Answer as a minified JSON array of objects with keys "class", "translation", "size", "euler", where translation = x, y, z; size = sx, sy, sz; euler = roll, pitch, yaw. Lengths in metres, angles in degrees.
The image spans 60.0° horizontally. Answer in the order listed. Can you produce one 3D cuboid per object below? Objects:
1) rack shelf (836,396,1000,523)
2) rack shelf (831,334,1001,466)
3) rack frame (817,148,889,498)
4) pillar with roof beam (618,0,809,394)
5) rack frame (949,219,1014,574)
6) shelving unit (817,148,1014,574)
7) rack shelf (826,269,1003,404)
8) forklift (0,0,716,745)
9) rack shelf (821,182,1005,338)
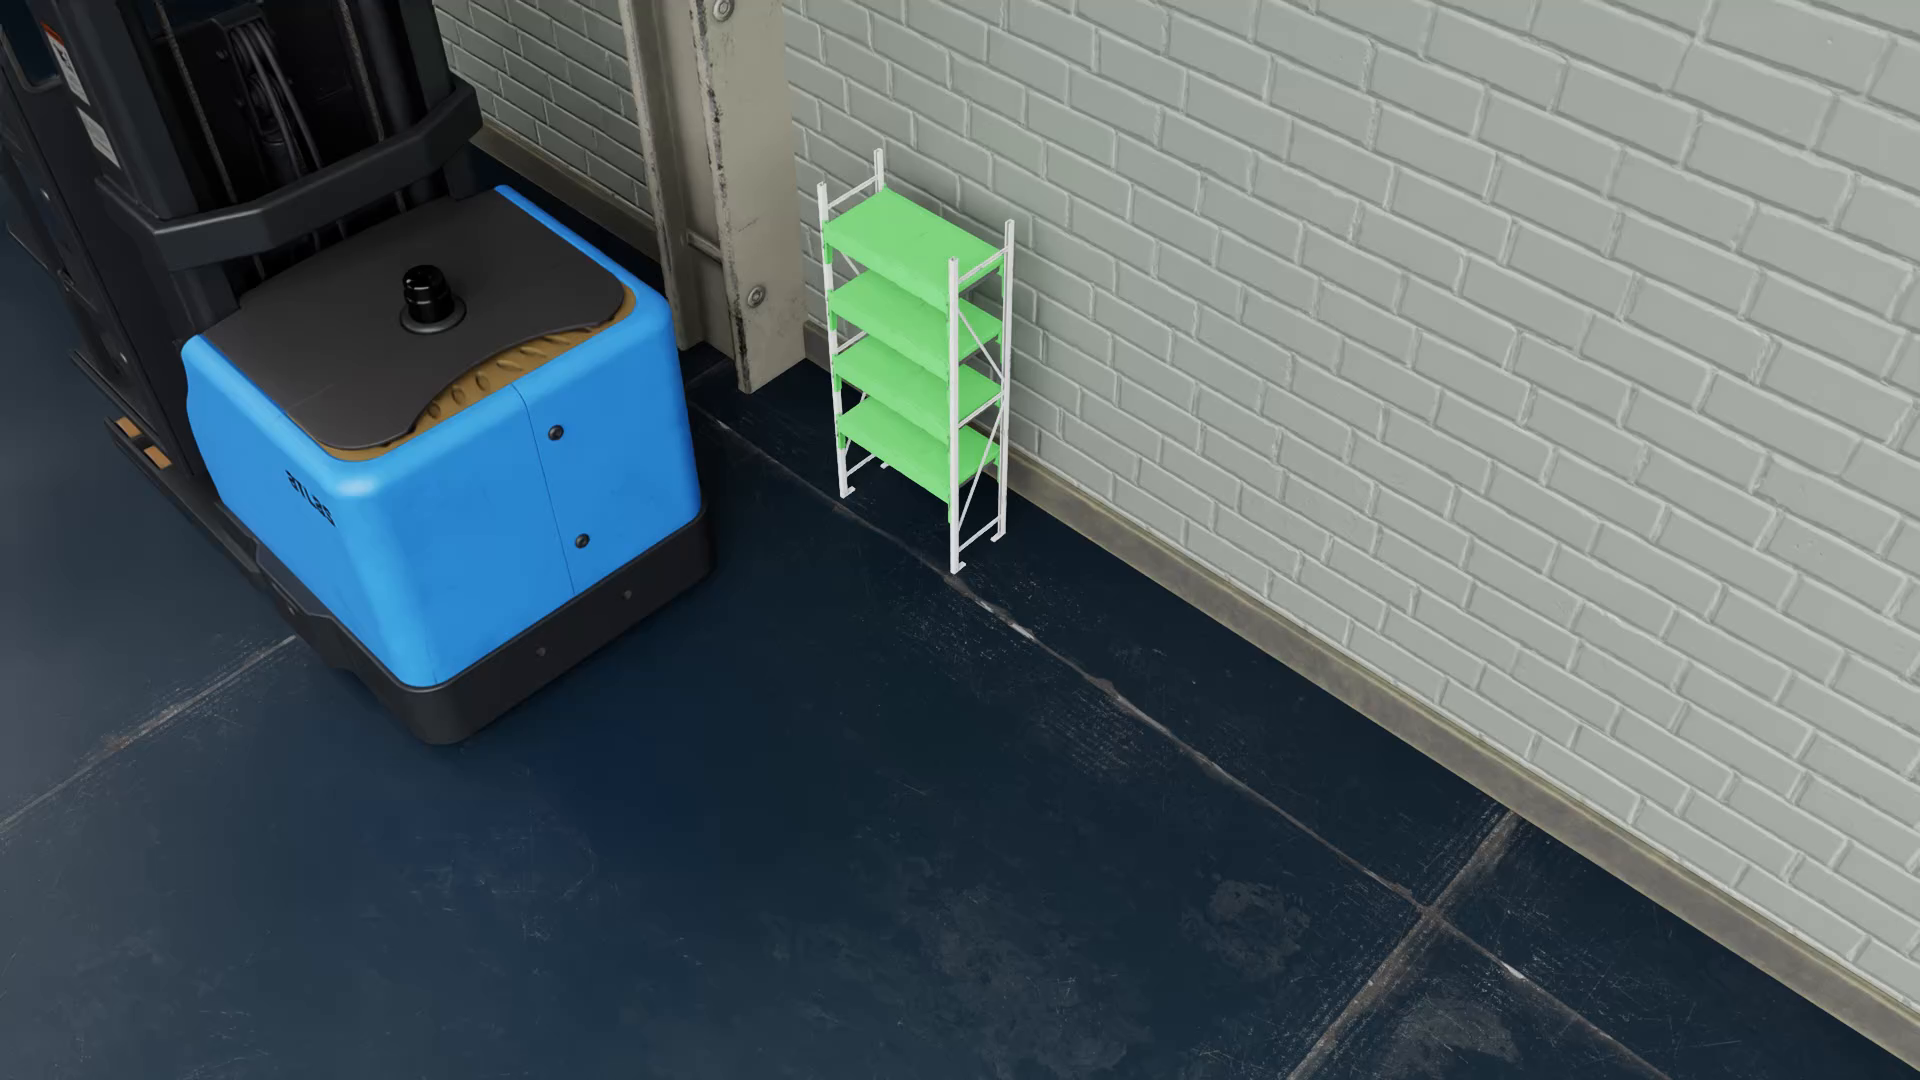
[{"class":"rack shelf","translation":[-0.122,-0.285,5.111],"size":[0.480,0.148,0.258],"euler":[34,55,28]},{"class":"rack shelf","translation":[-0.122,-0.449,4.936],"size":[0.480,0.148,0.258],"euler":[34,55,28]},{"class":"rack frame","translation":[-0.301,-0.613,5.003],"size":[0.015,1.200,0.240],"euler":[34,55,28]},{"class":"pillar with roof beam","translation":[-3.689,-1.453,0.442],"size":[0.400,9.000,9.100],"euler":[34,55,28]},{"class":"rack frame","translation":[0.058,-0.372,4.776],"size":[0.015,1.200,0.240],"euler":[34,55,28]},{"class":"shelving unit","translation":[-0.122,-0.493,4.889],"size":[0.503,1.200,0.258],"euler":[34,55,28]},{"class":"rack shelf","translation":[-0.122,-0.613,4.761],"size":[0.480,0.148,0.258],"euler":[34,55,28]},{"class":"forklift","translation":[-2.148,-1.401,4.555],"size":[3.031,2.935,1.130],"euler":[36,56,29]},{"class":"rack shelf","translation":[-0.122,-0.777,4.586],"size":[0.480,0.148,0.258],"euler":[34,55,28]}]
